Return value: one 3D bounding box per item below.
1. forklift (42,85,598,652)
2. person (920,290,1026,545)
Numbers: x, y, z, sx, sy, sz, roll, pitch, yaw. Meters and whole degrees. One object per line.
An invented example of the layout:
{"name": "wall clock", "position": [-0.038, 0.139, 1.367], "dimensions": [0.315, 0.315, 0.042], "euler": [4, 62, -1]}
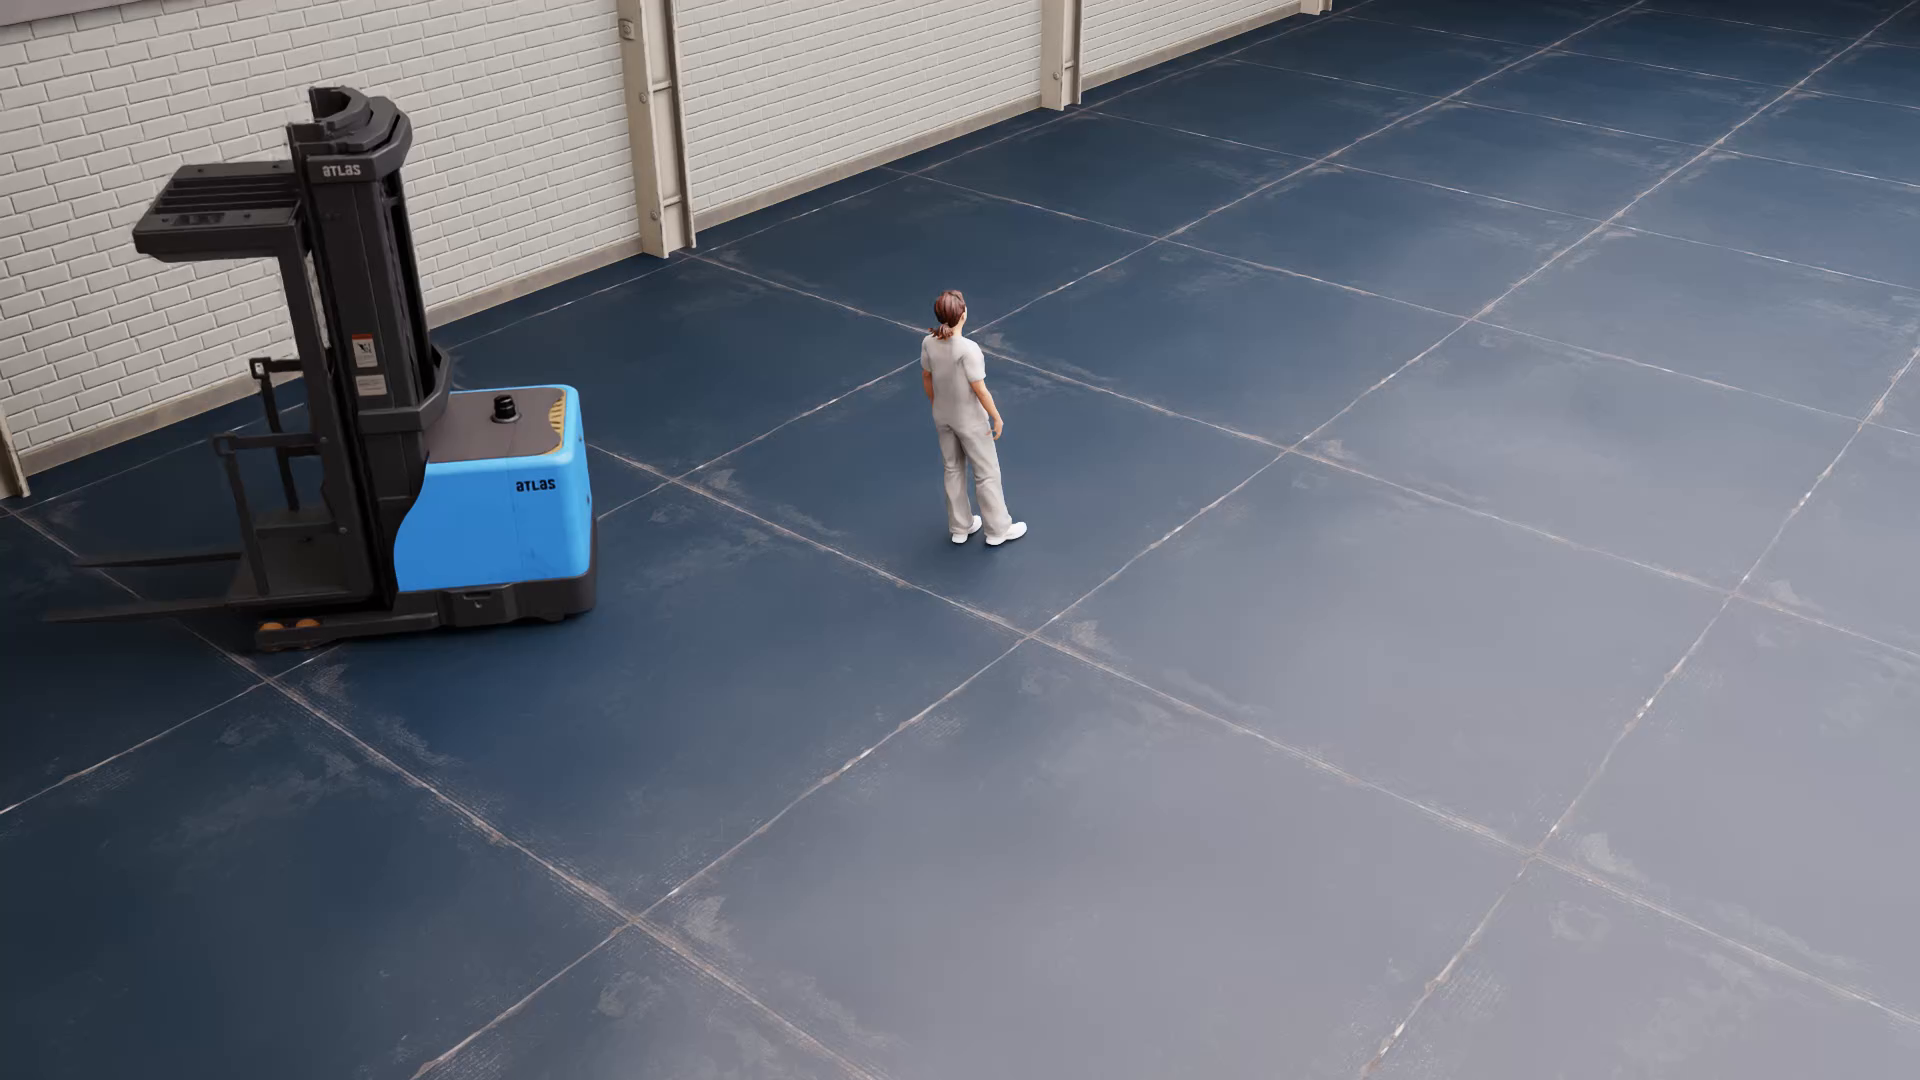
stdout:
{"name": "forklift", "position": [-3.698, -0.919, 9.167], "dimensions": [3.031, 2.935, 1.130], "euler": [-5, 31, -8]}
{"name": "person", "position": [0.057, -0.754, 10.115], "dimensions": [0.549, 1.675, 0.549], "euler": [22, 37, 33]}
